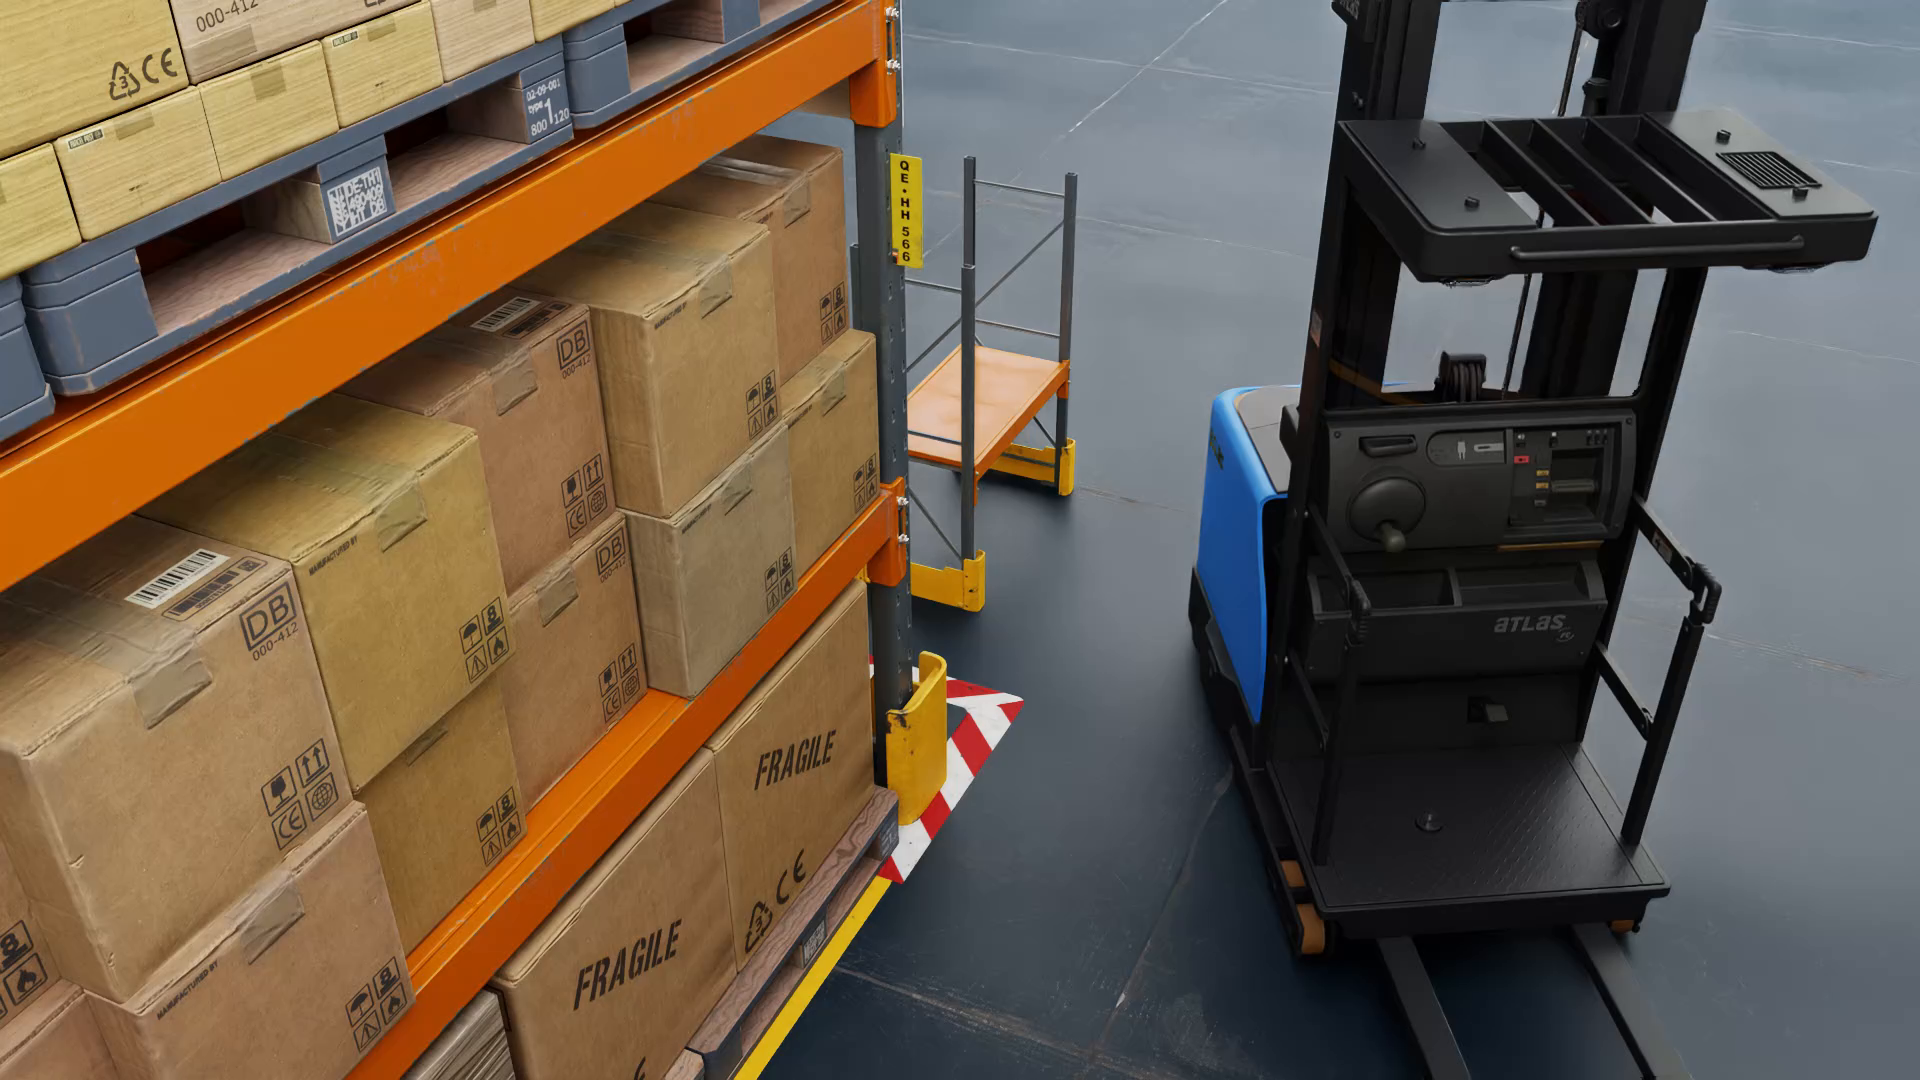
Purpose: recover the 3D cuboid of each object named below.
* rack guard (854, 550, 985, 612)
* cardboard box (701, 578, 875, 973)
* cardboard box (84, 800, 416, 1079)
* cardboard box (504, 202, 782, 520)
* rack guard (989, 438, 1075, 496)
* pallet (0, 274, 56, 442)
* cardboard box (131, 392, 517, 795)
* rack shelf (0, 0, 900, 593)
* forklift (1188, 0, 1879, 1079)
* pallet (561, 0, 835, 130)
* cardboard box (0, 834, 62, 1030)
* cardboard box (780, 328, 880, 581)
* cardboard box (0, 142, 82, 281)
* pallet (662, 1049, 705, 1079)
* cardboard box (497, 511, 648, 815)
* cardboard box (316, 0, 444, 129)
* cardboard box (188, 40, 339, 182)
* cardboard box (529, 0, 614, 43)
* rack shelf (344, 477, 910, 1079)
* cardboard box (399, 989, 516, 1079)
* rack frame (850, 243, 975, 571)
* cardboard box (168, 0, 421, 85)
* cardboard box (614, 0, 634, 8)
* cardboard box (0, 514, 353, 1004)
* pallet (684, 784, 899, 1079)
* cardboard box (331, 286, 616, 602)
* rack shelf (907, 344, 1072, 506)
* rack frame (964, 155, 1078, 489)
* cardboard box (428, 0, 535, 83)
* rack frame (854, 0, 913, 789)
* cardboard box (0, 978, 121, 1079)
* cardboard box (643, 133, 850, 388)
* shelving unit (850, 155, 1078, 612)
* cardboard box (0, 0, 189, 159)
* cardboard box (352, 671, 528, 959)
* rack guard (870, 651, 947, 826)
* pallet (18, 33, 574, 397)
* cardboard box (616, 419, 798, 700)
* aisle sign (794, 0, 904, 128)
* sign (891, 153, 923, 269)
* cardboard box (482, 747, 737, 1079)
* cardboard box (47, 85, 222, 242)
[{"bbox_3d":[-0.176,0.106,6.861,0.587,0.250,0.087,14,36,20],"label":"rack guard"},{"bbox_3d":[-0.862,0.603,5.150,0.875,0.875,0.875,14,36,21],"label":"cardboard box"},{"bbox_3d":[-1.626,0.759,3.220,0.875,0.550,0.550,14,36,20],"label":"cardboard box"},{"bbox_3d":[-0.975,-0.506,4.165,0.875,0.550,0.550,14,36,20],"label":"cardboard box"},{"bbox_3d":[0.240,-0.391,7.618,0.587,0.250,0.087,14,36,20],"label":"rack guard"},{"bbox_3d":[-1.960,-0.093,2.002,1.003,0.211,1.213,14,36,20],"label":"pallet"},{"bbox_3d":[-1.436,0.035,3.339,0.875,0.550,0.500,14,36,20],"label":"cardboard box"},{"bbox_3d":[-1.475,-0.420,3.076,1.077,0.370,4.000,14,36,20],"label":"rack shelf"},{"bbox_3d":[1.565,-0.113,4.749,1.130,2.935,3.031,-3,33,-4],"label":"forklift"},{"bbox_3d":[-0.939,-1.308,3.855,1.003,0.211,1.213,14,36,20],"label":"pallet"},{"bbox_3d":[-2.001,0.539,2.571,0.875,0.550,0.550,14,36,20],"label":"cardboard box"},{"bbox_3d":[-0.752,-0.330,4.881,0.875,0.550,0.550,14,36,20],"label":"cardboard box"},{"bbox_3d":[-1.426,-0.448,2.217,0.380,0.149,0.250,14,36,20],"label":"cardboard box"},{"bbox_3d":[-1.413,1.725,4.427,1.003,0.211,1.213,14,36,20],"label":"pallet"},{"bbox_3d":[-1.311,0.199,4.075,0.875,0.550,0.550,14,36,20],"label":"cardboard box"},{"bbox_3d":[-1.108,-0.827,2.795,0.380,0.149,0.250,15,36,21],"label":"cardboard box"},{"bbox_3d":[-1.214,-0.698,2.599,0.380,0.149,0.250,15,36,21],"label":"cardboard box"},{"bbox_3d":[-0.895,-1.079,3.180,0.380,0.149,0.250,14,36,20],"label":"cardboard box"},{"bbox_3d":[-1.475,0.834,3.898,1.077,0.370,4.000,14,36,20],"label":"rack shelf"},{"bbox_3d":[-1.611,1.495,3.789,0.875,0.875,0.875,14,36,21],"label":"cardboard box"},{"bbox_3d":[-0.177,-0.416,6.517,0.500,1.500,0.032,14,36,20],"label":"rack frame"},{"bbox_3d":[-1.221,-0.939,2.602,0.500,0.250,0.500,15,36,21],"label":"cardboard box"},{"bbox_3d":[-0.789,-1.207,3.375,0.380,0.149,0.250,15,36,21],"label":"cardboard box"},{"bbox_3d":[-1.651,0.301,2.934,0.875,0.550,0.550,14,36,20],"label":"cardboard box"},{"bbox_3d":[-0.901,1.120,5.350,1.003,0.211,1.213,14,36,20],"label":"pallet"},{"bbox_3d":[-1.332,-0.258,3.787,0.875,0.550,0.550,14,36,20],"label":"cardboard box"},{"bbox_3d":[0.036,-0.519,7.002,0.538,0.185,1.000,14,36,20],"label":"rack shelf"},{"bbox_3d":[0.248,-0.923,7.290,0.500,1.500,0.032,14,36,20],"label":"rack frame"},{"bbox_3d":[-1.001,-0.954,2.988,0.380,0.149,0.250,14,36,21],"label":"cardboard box"},{"bbox_3d":[-0.638,-0.463,5.220,1.000,3.000,0.127,14,36,20],"label":"rack frame"},{"bbox_3d":[-1.958,1.001,2.851,0.875,0.550,0.550,14,36,20],"label":"cardboard box"},{"bbox_3d":[-0.828,-0.801,4.615,0.875,0.550,0.550,14,36,20],"label":"cardboard box"},{"bbox_3d":[0.032,-0.665,6.897,0.587,1.500,1.083,14,36,20],"label":"shelving unit"},{"bbox_3d":[-1.432,-0.686,2.217,0.500,0.250,0.500,14,36,20],"label":"cardboard box"},{"bbox_3d":[-1.495,0.472,3.658,0.875,0.550,0.500,14,36,20],"label":"cardboard box"},{"bbox_3d":[-0.628,0.571,5.924,1.175,0.500,0.348,14,36,20],"label":"rack guard"},{"bbox_3d":[-1.448,-0.698,2.925,1.003,0.211,1.213,14,36,20],"label":"pallet"},{"bbox_3d":[-0.962,-0.051,4.456,0.875,0.550,0.550,14,36,20],"label":"cardboard box"},{"bbox_3d":[-0.336,-1.516,4.456,0.394,0.787,0.004,14,36,20],"label":"aisle sign"},{"bbox_3d":[-0.151,-0.915,4.637,0.100,0.325,0.005,14,36,20],"label":"sign"},{"bbox_3d":[-1.228,1.042,4.481,0.875,0.875,0.875,14,36,20],"label":"cardboard box"},{"bbox_3d":[-1.319,-0.575,2.411,0.380,0.149,0.250,14,36,21],"label":"cardboard box"}]
